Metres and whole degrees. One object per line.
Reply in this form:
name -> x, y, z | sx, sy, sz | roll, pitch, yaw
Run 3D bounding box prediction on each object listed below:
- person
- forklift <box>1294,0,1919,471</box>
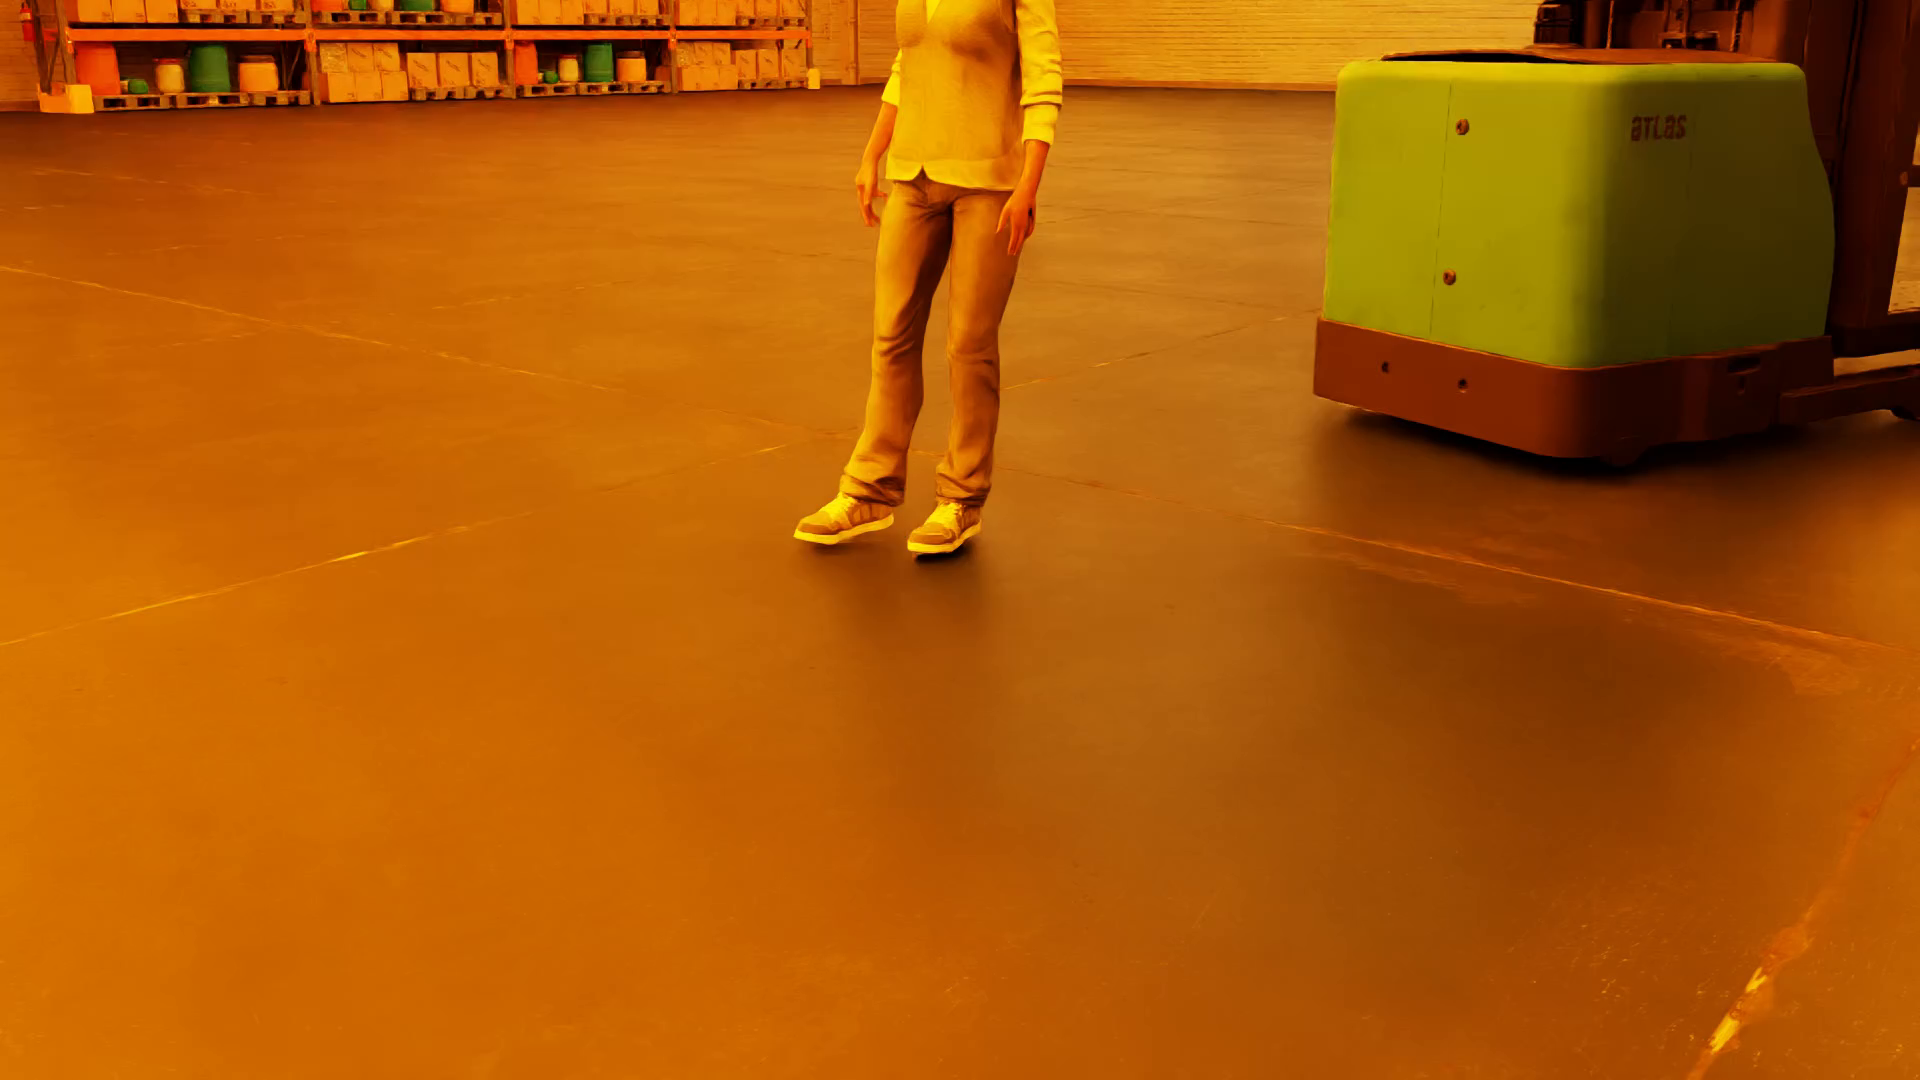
person -> -0.059, -0.757, 3.661 | 0.520, 1.599, 0.472 | 13, 21, 37
forklift -> 2.574, -1.879, 5.087 | 3.031, 2.935, 1.130 | -10, 19, -29
